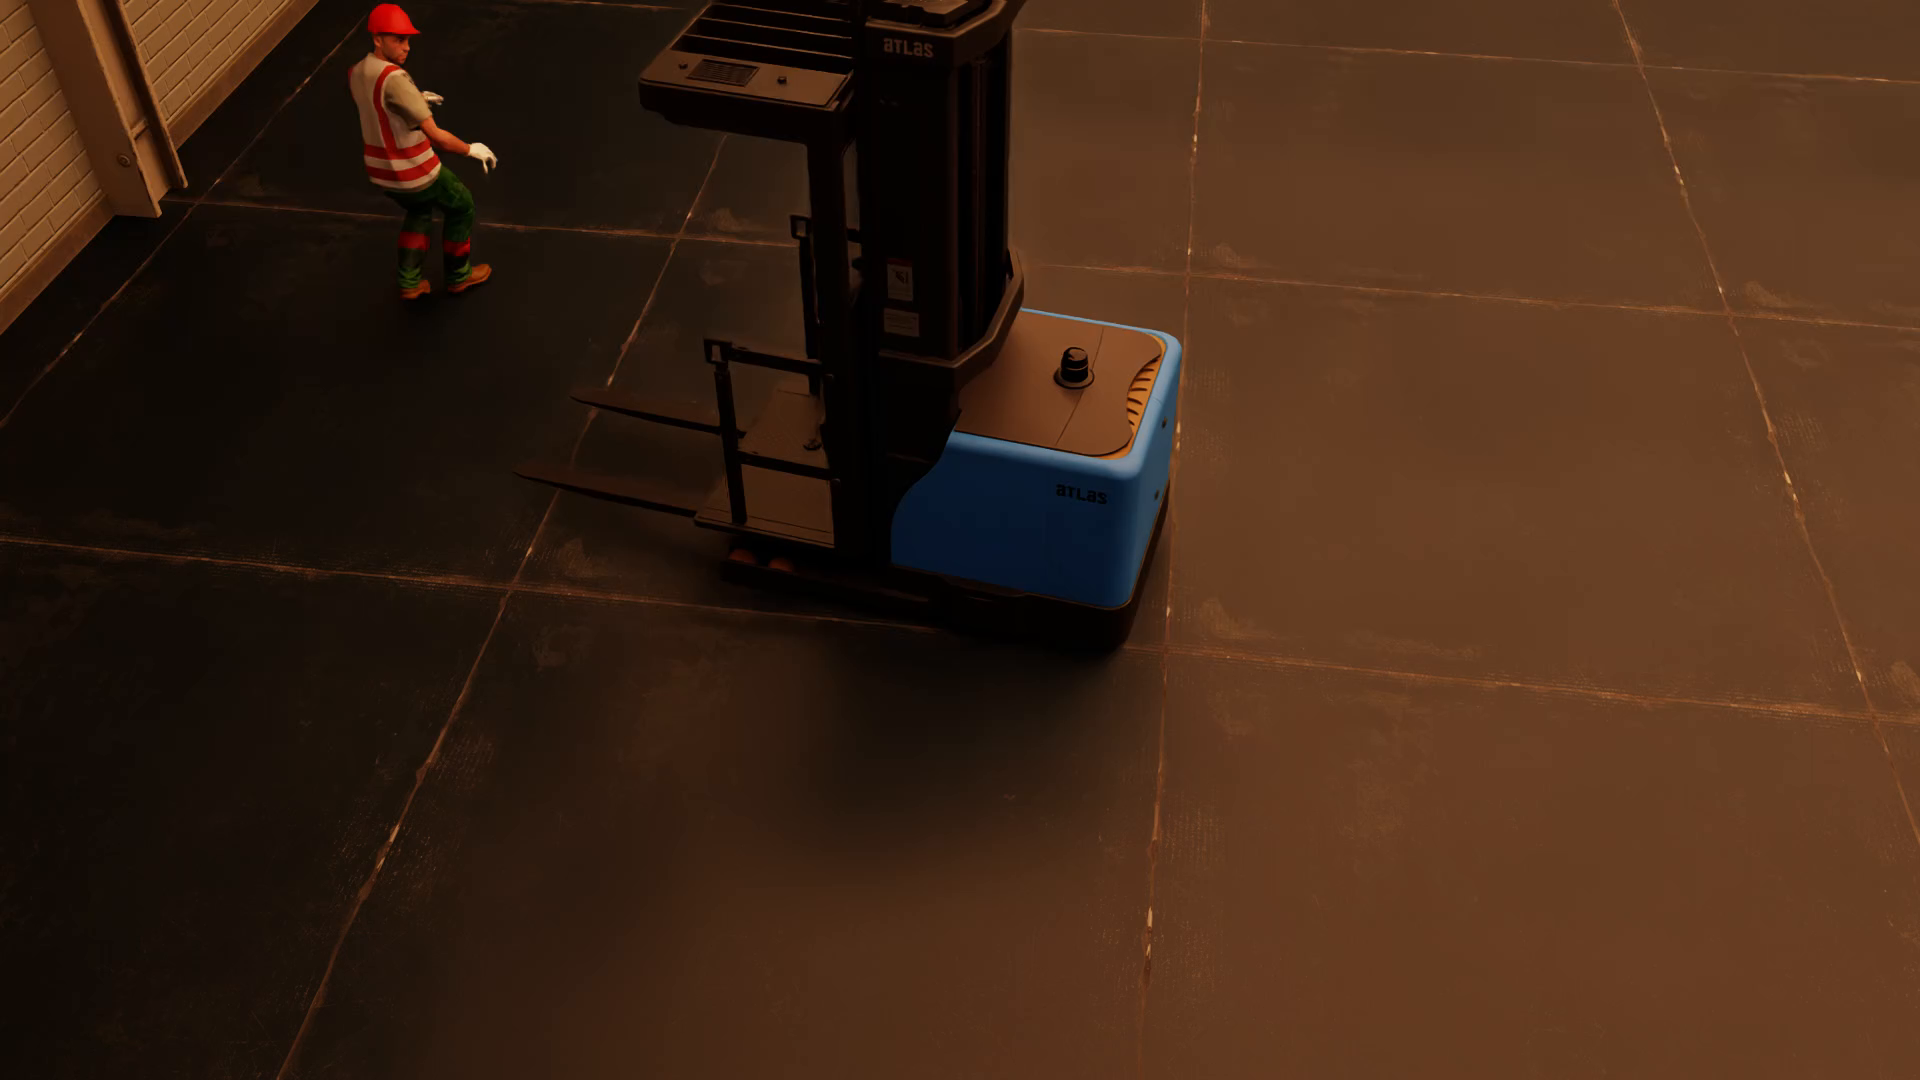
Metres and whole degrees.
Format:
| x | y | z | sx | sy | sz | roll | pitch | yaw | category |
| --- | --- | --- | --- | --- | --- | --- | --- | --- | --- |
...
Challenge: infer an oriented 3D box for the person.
| x | y | z | sx | sy | sz | roll | pitch | yaw | category |
| --- | --- | --- | --- | --- | --- | --- | --- | --- | --- |
| -2.825 | -2.062 | 8.899 | 0.838 | 1.662 | 0.744 | 21 | 47 | 21 | person |

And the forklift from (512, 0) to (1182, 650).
| x | y | z | sx | sy | sz | roll | pitch | yaw | category |
| --- | --- | --- | --- | --- | --- | --- | --- | --- | --- |
| -0.591 | -1.167 | 6.994 | 3.031 | 2.935 | 1.130 | 11 | 44 | 12 | forklift |
